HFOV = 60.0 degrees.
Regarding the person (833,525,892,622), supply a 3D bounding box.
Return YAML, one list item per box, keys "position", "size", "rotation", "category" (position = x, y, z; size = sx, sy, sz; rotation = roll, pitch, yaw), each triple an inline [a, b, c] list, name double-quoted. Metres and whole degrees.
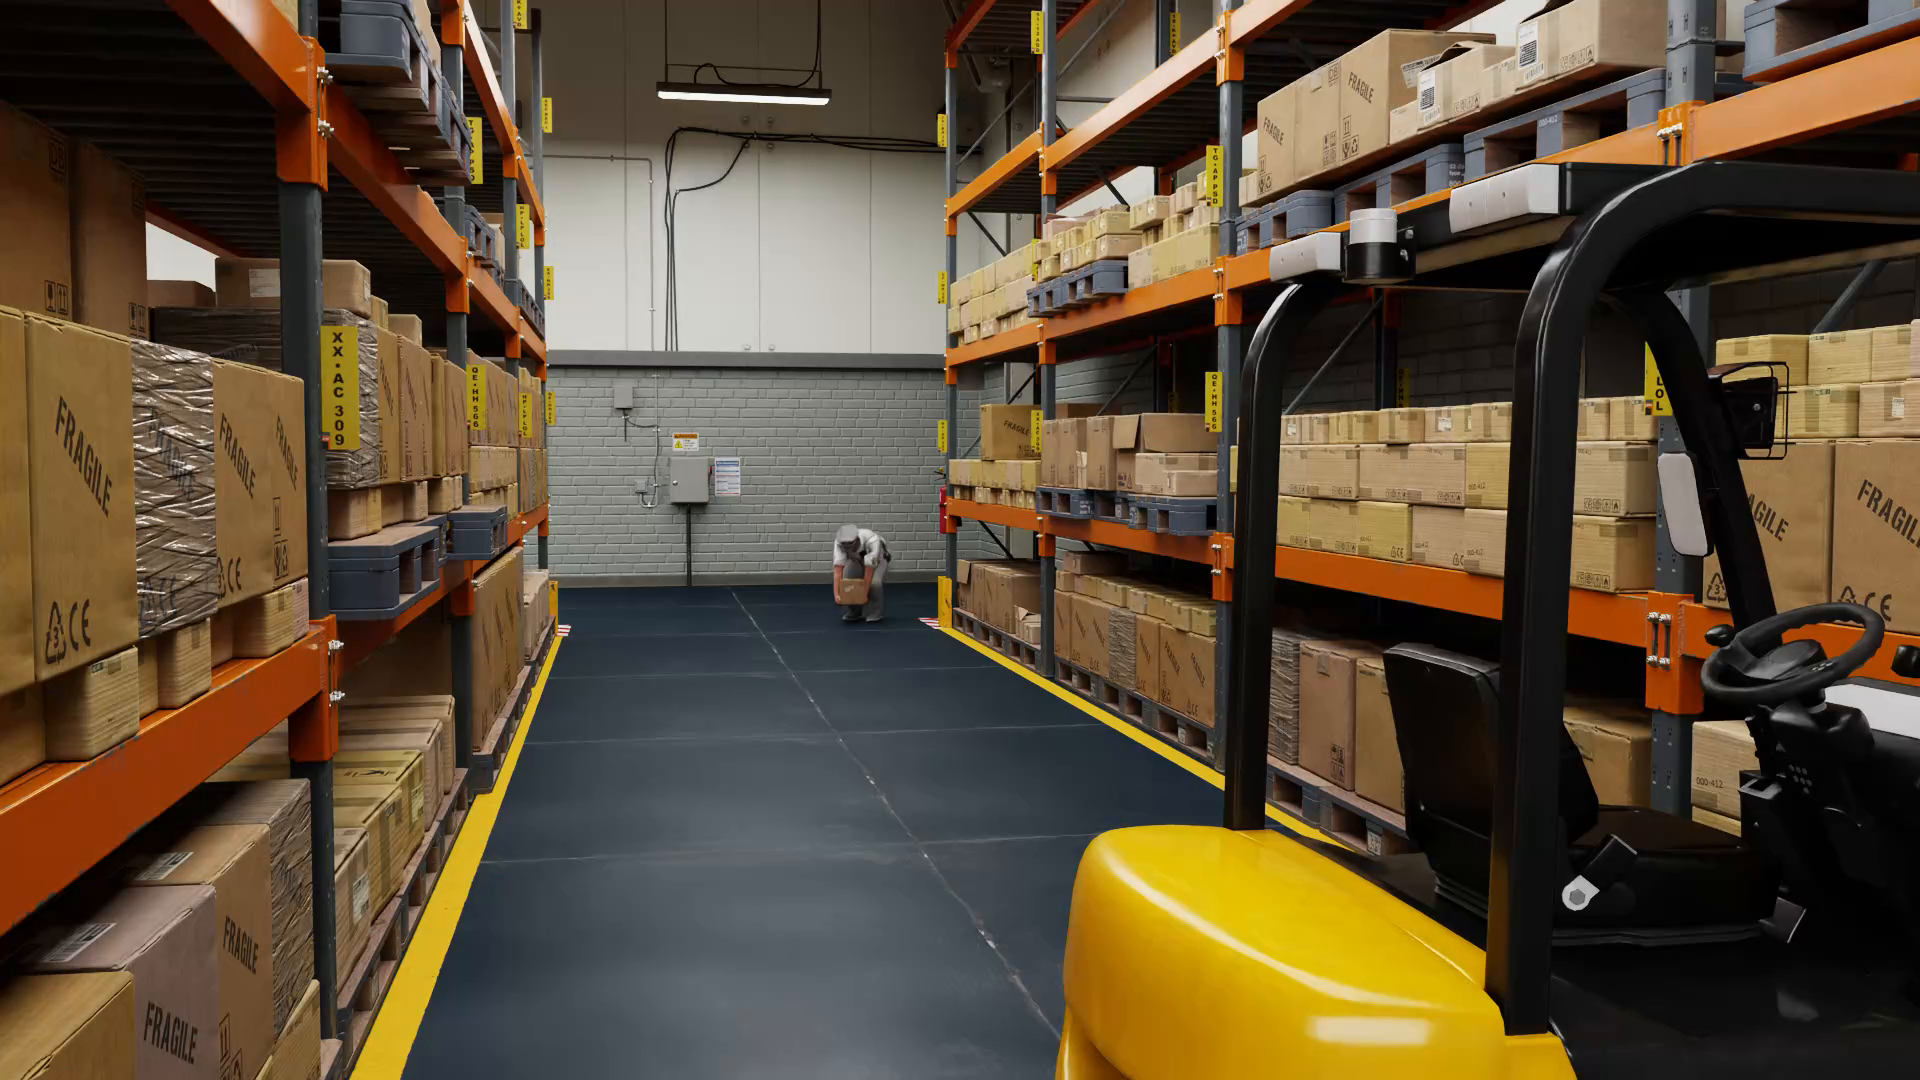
- position: [-1.059, 0.364, 17.401]
  size: [0.545, 0.991, 1.012]
  rotation: [1, 3, 20]
  category: "person"
